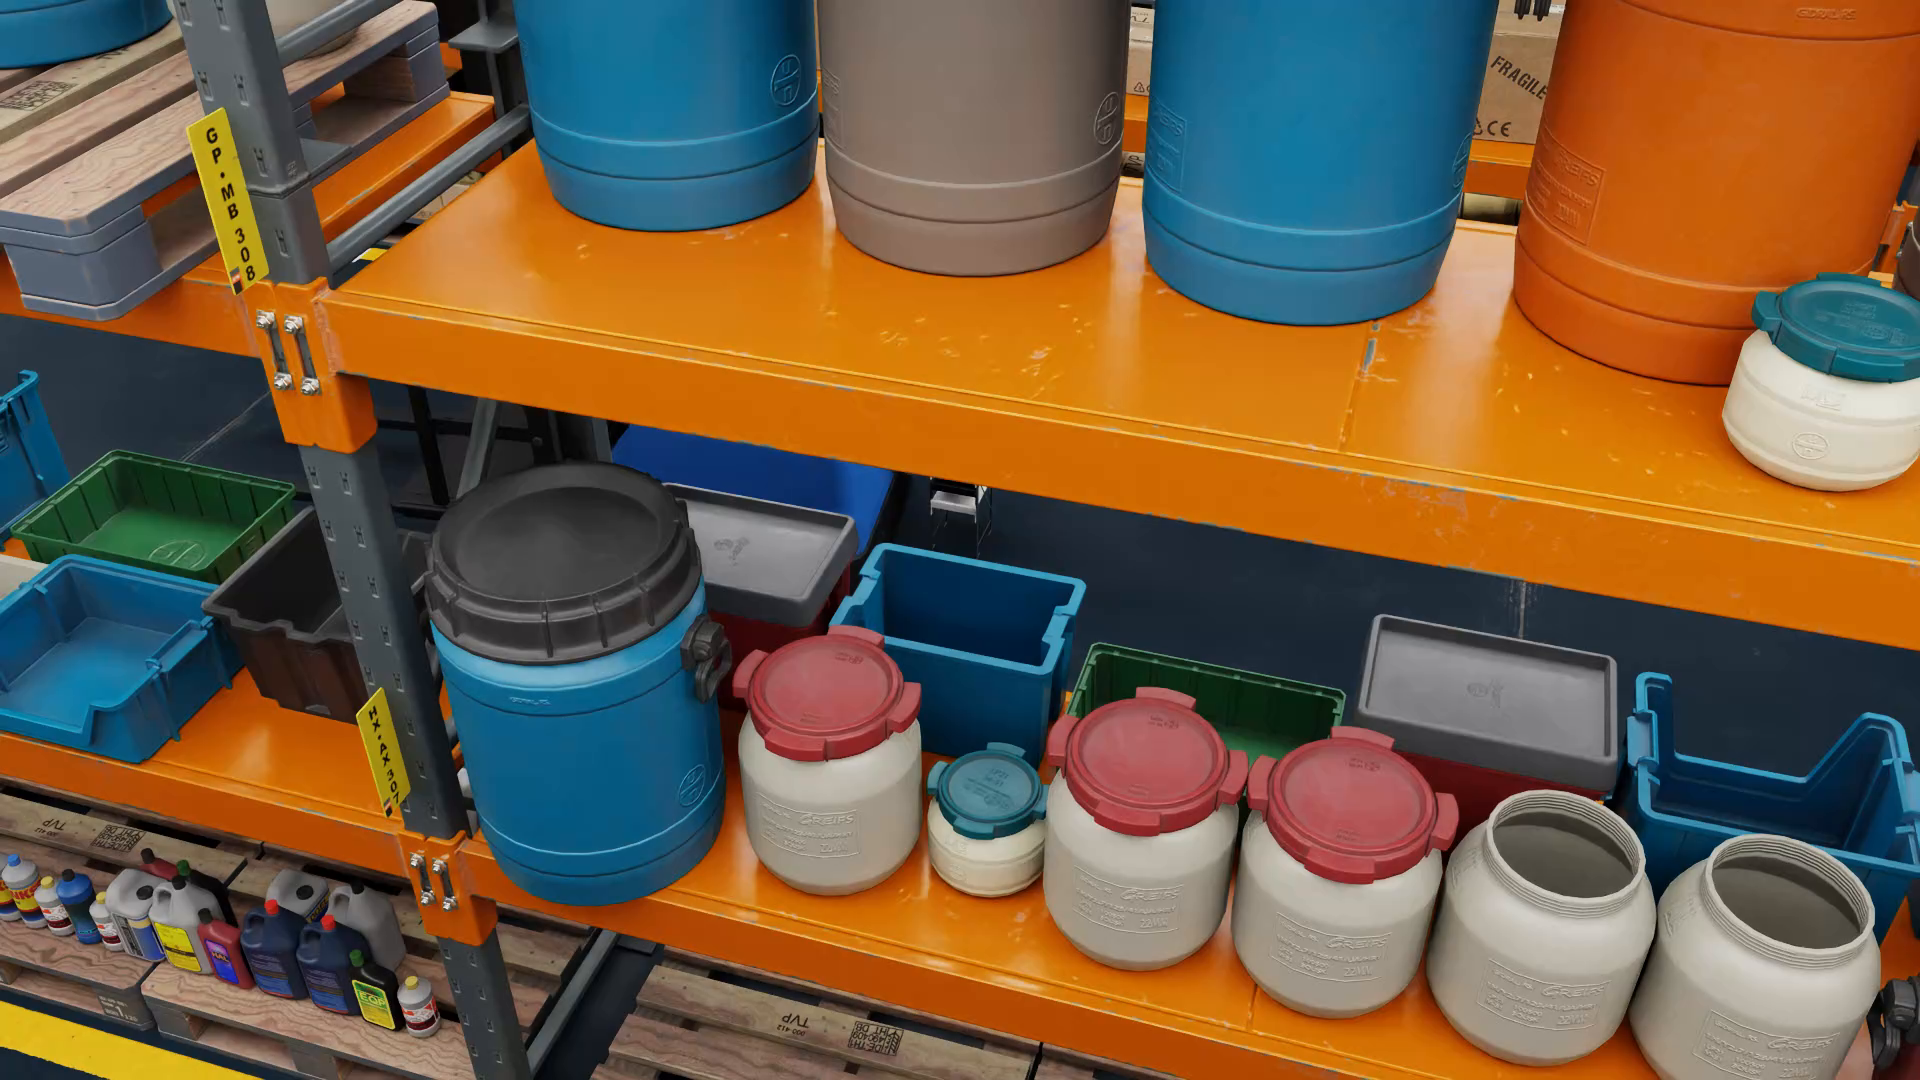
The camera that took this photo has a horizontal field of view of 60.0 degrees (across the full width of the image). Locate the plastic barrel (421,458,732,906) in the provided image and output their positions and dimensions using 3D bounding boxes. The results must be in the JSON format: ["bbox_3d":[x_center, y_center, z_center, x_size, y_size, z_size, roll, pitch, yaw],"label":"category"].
[{"bbox_3d":[-0.869,0.331,3.847,0.708,0.901,0.600,10,38,14],"label":"plastic barrel"}]

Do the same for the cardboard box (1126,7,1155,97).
[{"bbox_3d":[0.816,-2.386,8.088,0.500,0.250,0.500,13,38,17],"label":"cardboard box"}]

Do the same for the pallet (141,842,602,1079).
[{"bbox_3d":[-1.776,1.274,5.341,1.213,0.211,1.003,10,38,14],"label":"pallet"}]

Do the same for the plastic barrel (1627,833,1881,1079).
[{"bbox_3d":[1.625,0.894,3.410,0.421,0.512,0.421,0,36,0],"label":"plastic barrel"}]

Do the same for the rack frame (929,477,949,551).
[{"bbox_3d":[-0.089,-0.379,7.006,0.006,0.900,0.240,10,38,14],"label":"rack frame"}]

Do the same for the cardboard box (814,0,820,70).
[{"bbox_3d":[-0.598,-2.713,8.321,0.500,0.500,0.700,10,38,13],"label":"cardboard box"}]

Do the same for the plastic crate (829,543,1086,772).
[{"bbox_3d":[-0.002,0.319,4.300,0.575,0.384,0.392,10,38,14],"label":"plastic crate"}]

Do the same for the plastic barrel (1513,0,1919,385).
[{"bbox_3d":[1.327,-0.764,2.865,0.708,0.830,0.600,10,38,14],"label":"plastic barrel"}]

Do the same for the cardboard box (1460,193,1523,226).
[{"bbox_3d":[2.749,-1.527,8.287,0.500,0.311,0.500,10,37,13],"label":"cardboard box"}]

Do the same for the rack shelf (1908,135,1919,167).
[{"bbox_3d":[6.060,-1.158,6.900,4.000,0.370,1.077,10,38,14],"label":"rack shelf"}]

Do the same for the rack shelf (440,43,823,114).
[{"bbox_3d":[-1.576,-2.572,8.821,4.000,0.370,1.077,10,38,14],"label":"rack shelf"}]

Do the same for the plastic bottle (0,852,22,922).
[{"bbox_3d":[-3.001,1.065,5.202,0.097,0.271,0.097,0,36,0],"label":"plastic bottle"}]

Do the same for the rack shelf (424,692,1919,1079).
[{"bbox_3d":[0.762,0.937,4.054,4.000,0.370,1.077,10,38,14],"label":"rack shelf"}]

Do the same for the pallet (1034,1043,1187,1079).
[{"bbox_3d":[0.782,1.748,4.697,1.213,0.211,1.003,10,38,14],"label":"pallet"}]

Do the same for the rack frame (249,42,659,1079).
[{"bbox_3d":[-1.147,0.293,4.321,0.127,3.000,1.000,10,38,14],"label":"rack frame"}]

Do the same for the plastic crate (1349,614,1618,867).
[{"bbox_3d":[1.219,0.516,3.965,0.583,0.464,0.402,10,38,14],"label":"plastic crate"}]

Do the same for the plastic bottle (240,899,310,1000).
[{"bbox_3d":[-2.031,1.198,4.955,0.185,0.351,0.144,9,37,12],"label":"plastic bottle"}]

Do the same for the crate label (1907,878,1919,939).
[{"bbox_3d":[2.380,0.781,3.799,0.416,0.233,0.303,10,38,14],"label":"crate label"}]

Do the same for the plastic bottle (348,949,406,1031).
[{"bbox_3d":[-1.705,1.312,4.858,0.133,0.283,0.061,12,38,16],"label":"plastic bottle"}]

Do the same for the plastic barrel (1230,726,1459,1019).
[{"bbox_3d":[0.814,0.738,3.602,0.433,0.535,0.433,0,36,0],"label":"plastic barrel"}]

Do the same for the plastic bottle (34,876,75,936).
[{"bbox_3d":[-2.811,1.129,5.175,0.097,0.201,0.097,0,36,0],"label":"plastic bottle"}]

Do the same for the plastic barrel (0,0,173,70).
[{"bbox_3d":[-2.065,-1.522,3.480,0.708,0.901,0.600,10,38,14],"label":"plastic barrel"}]

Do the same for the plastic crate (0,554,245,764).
[{"bbox_3d":[-2.285,0.311,4.422,0.616,0.251,0.499,10,38,14],"label":"plastic crate"}]

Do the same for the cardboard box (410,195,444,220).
[{"bbox_3d":[-3.039,-2.057,9.479,0.500,0.250,0.500,10,38,14],"label":"cardboard box"}]

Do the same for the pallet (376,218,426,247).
[{"bbox_3d":[-2.742,-1.981,9.763,1.213,0.211,1.003,10,38,14],"label":"pallet"}]

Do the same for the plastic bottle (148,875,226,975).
[{"bbox_3d":[-2.339,1.141,5.032,0.185,0.351,0.144,10,38,14],"label":"plastic bottle"}]

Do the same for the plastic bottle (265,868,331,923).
[{"bbox_3d":[-2.011,1.140,5.097,0.135,0.276,0.152,10,38,14],"label":"plastic bottle"}]

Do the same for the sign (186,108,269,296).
[{"bbox_3d":[-1.322,-0.609,3.009,0.005,0.325,0.100,10,38,14],"label":"sign"}]

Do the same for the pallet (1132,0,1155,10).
[{"bbox_3d":[1.155,-4.288,12.897,1.213,0.211,1.003,10,38,14],"label":"pallet"}]

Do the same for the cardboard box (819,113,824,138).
[{"bbox_3d":[-0.648,-1.926,8.668,0.500,0.500,0.500,10,38,14],"label":"cardboard box"}]

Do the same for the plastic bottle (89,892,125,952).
[{"bbox_3d":[-2.614,1.165,5.126,0.097,0.201,0.097,0,36,0],"label":"plastic bottle"}]

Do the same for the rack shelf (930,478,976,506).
[{"bbox_3d":[0.008,-0.262,7.054,0.200,0.077,0.258,10,38,14],"label":"rack shelf"}]

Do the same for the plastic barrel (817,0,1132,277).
[{"bbox_3d":[0.027,-1.034,3.171,0.600,0.901,0.600,0,36,0],"label":"plastic barrel"}]

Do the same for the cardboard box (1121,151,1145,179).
[{"bbox_3d":[0.805,-1.887,8.775,0.500,0.311,0.500,10,38,14],"label":"cardboard box"}]

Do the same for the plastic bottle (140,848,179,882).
[{"bbox_3d":[-2.462,1.077,5.176,0.133,0.283,0.061,10,38,14],"label":"plastic bottle"}]

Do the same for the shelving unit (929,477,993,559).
[{"bbox_3d":[0.008,-0.361,6.981,0.210,0.900,0.258,10,38,14],"label":"shelving unit"}]

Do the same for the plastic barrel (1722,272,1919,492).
[{"bbox_3d":[1.387,-0.245,2.638,0.301,0.262,0.301,0,36,0],"label":"plastic barrel"}]

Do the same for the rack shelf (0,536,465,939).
[{"bbox_3d":[-3.056,0.230,5.014,4.000,0.370,1.077,10,38,14],"label":"rack shelf"}]

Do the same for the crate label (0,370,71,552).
[{"bbox_3d":[-3.128,-0.256,5.037,0.616,0.435,0.502,10,38,14],"label":"crate label"}]

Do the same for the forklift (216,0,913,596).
[{"bbox_3d":[-1.781,-1.300,6.544,3.031,2.935,1.130,6,37,8],"label":"forklift"}]

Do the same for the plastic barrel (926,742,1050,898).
[{"bbox_3d":[0.070,0.670,3.926,0.301,0.262,0.301,0,36,0],"label":"plastic barrel"}]
